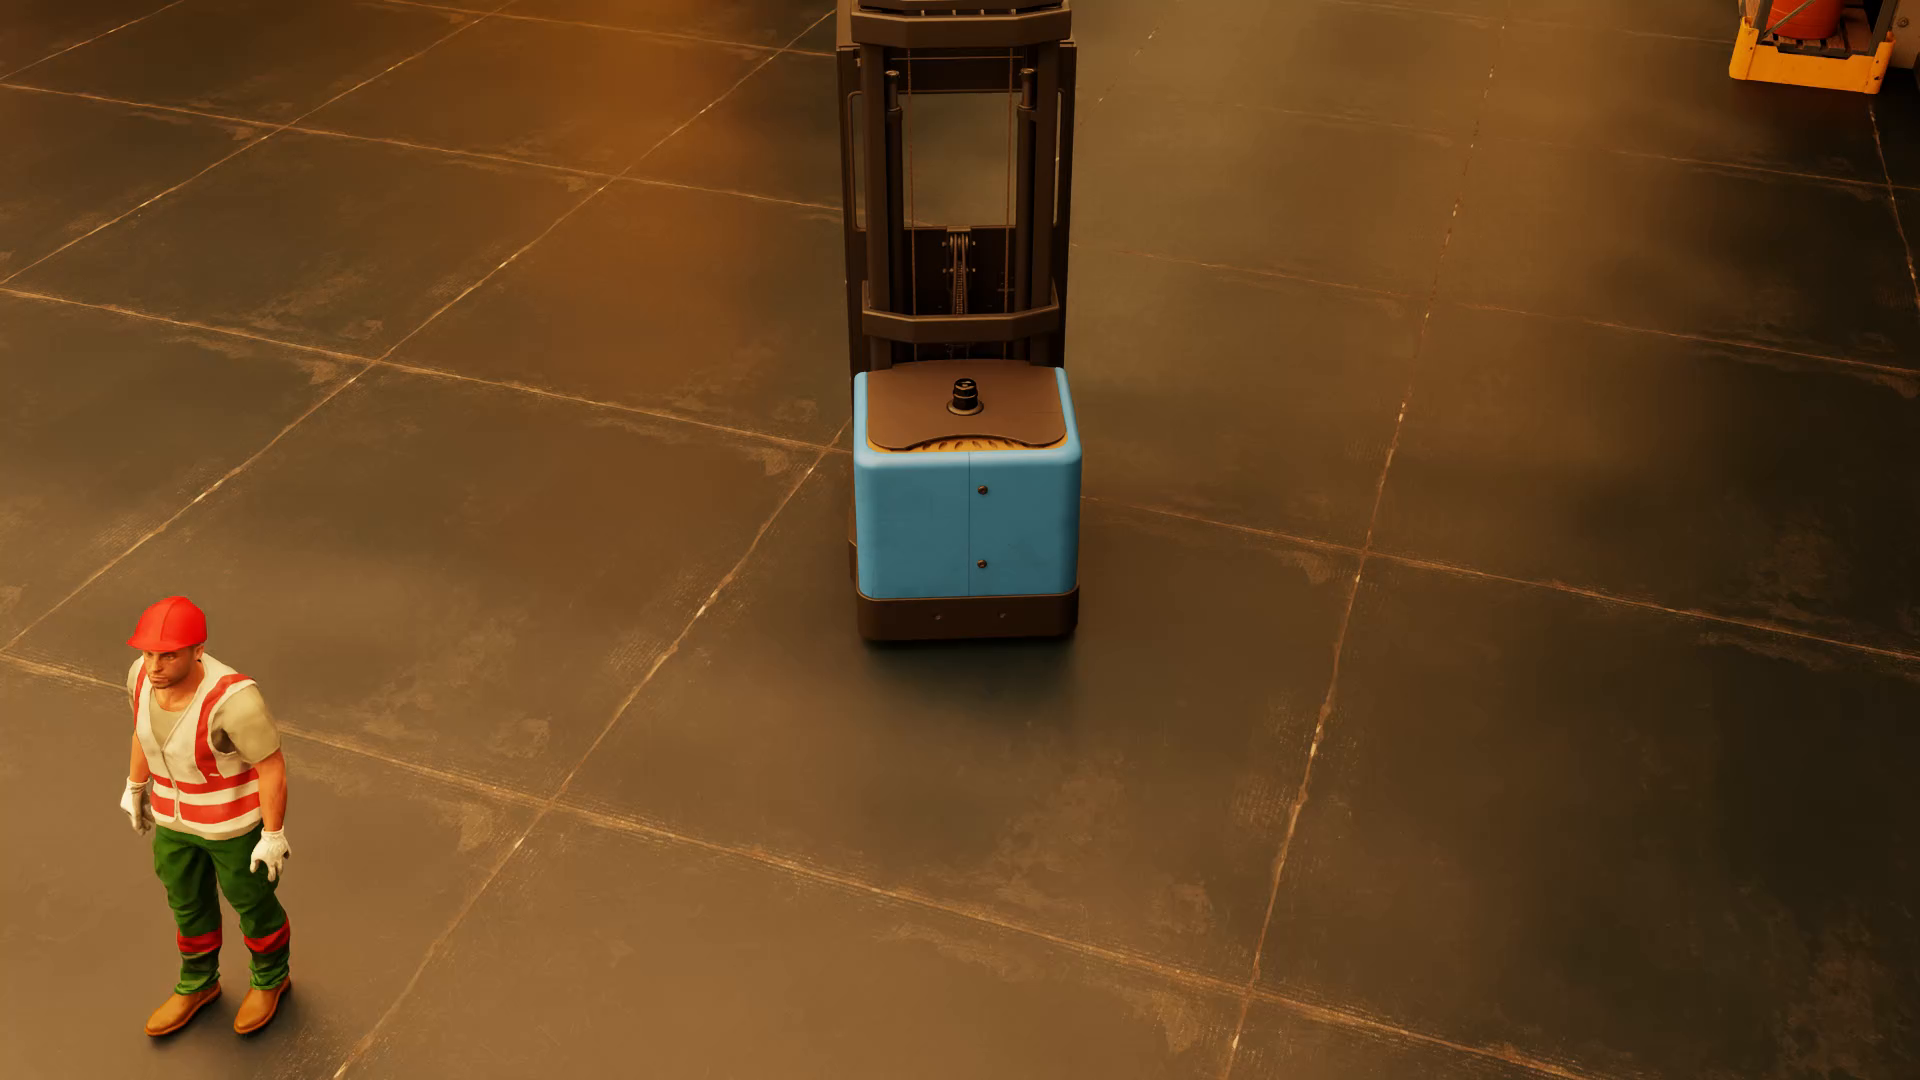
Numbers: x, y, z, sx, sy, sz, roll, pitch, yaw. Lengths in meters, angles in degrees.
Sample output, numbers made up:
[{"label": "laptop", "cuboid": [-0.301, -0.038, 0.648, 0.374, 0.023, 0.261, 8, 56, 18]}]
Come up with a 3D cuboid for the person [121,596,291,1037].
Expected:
[{"label": "person", "cuboid": [-2.614, 0.990, 5.689, 0.638, 1.787, 0.565, 11, 37, 16]}]

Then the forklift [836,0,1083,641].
[{"label": "forklift", "cuboid": [-0.029, -1.547, 8.293, 1.130, 2.935, 3.031, -2, 35, -2]}]
